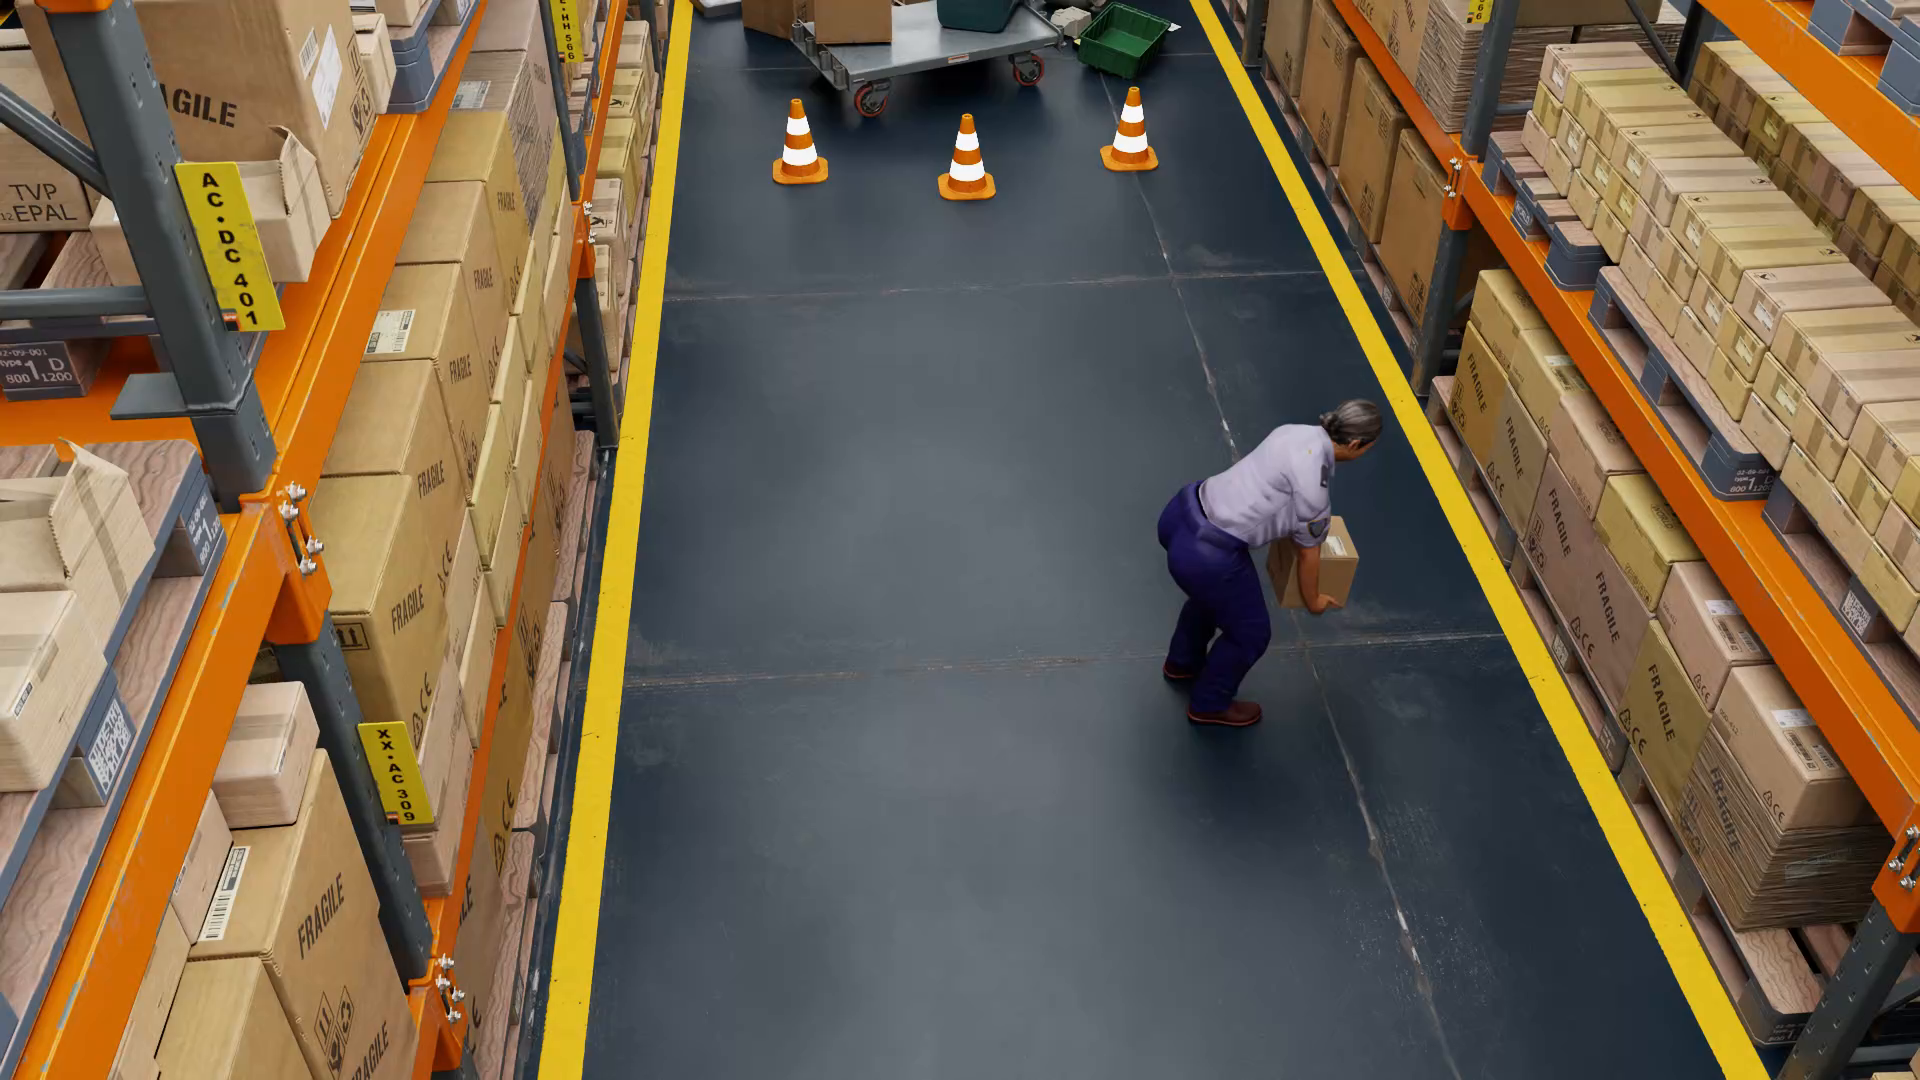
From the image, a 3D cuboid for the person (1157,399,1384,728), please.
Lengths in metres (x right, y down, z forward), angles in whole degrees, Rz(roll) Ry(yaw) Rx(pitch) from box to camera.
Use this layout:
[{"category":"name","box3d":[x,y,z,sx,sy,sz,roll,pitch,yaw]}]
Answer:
[{"category":"person","box3d":[1.129,0.080,6.275,0.765,1.394,0.451,-4,40,-5]}]
